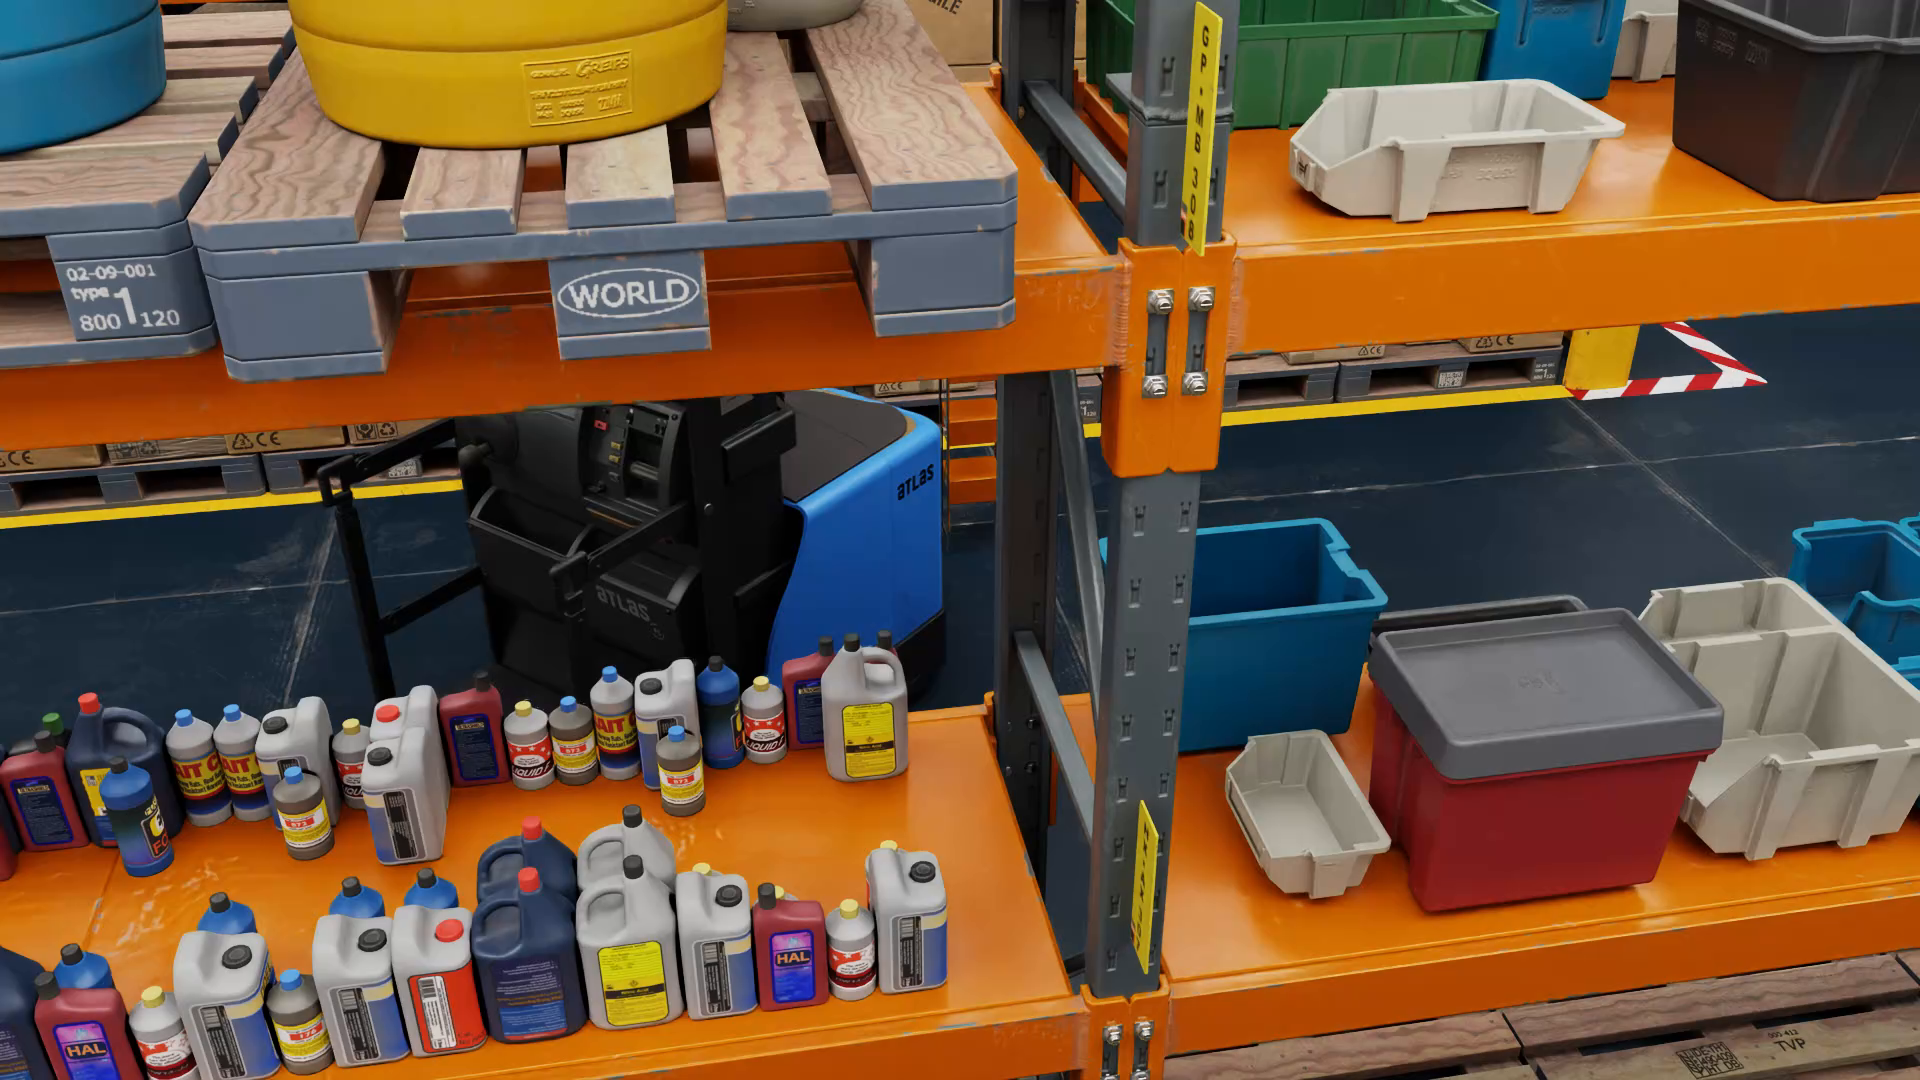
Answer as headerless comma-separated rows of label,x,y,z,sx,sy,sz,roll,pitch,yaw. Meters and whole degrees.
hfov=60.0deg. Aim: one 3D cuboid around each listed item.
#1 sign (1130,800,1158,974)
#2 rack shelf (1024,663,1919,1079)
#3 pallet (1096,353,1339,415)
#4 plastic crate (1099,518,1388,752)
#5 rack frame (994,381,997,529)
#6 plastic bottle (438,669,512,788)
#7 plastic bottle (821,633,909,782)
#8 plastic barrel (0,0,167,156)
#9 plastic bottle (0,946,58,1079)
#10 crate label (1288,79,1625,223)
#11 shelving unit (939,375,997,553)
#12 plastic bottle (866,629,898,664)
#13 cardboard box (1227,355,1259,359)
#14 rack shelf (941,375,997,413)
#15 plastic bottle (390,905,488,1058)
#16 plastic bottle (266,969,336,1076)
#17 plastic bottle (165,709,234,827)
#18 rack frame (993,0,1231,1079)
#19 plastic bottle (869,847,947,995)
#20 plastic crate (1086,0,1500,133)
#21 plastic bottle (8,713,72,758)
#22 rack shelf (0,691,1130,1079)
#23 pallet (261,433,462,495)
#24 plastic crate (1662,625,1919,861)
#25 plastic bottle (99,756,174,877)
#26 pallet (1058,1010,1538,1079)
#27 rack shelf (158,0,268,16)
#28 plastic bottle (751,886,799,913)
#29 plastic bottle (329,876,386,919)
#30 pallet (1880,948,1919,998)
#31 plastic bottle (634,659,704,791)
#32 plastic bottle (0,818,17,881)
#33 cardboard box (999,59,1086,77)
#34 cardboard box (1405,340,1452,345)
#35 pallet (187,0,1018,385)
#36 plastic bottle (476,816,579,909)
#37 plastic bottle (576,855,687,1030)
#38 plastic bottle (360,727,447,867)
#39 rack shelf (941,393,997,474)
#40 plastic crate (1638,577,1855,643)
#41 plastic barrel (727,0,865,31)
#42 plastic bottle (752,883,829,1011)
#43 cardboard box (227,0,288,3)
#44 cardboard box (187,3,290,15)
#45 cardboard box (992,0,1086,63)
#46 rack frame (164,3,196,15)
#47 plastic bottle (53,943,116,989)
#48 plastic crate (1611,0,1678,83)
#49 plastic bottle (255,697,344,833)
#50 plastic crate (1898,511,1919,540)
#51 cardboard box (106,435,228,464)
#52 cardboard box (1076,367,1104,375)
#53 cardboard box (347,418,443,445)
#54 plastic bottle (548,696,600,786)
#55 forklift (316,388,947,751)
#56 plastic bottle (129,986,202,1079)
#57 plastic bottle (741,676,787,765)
sign,0.328,0.620,2.962,0.005,0.325,0.100,-5,31,-9
rack shelf,2.198,0.593,3.992,4.000,0.370,1.077,-5,31,-9
pallet,1.220,-0.978,8.705,1.213,0.211,1.003,-5,31,-9
plastic crate,0.628,0.234,3.850,0.575,0.384,0.392,-5,31,-9
rack frame,0.173,-0.469,7.011,0.008,1.050,0.200,-5,31,-9
plastic bottle,-1.081,0.417,3.696,0.133,0.283,0.061,-5,31,-9
plastic bottle,-0.214,0.361,3.726,0.185,0.351,0.144,-5,31,-9
plastic barrel,-1.421,-0.993,2.111,0.708,0.901,0.600,-5,31,-9
plastic bottle,-1.698,0.834,2.921,0.185,0.351,0.144,-5,31,-9
crate label,0.764,-0.615,2.637,0.466,0.136,0.293,-5,31,-9
shelving unit,0.053,-0.457,6.992,0.252,1.050,0.215,-5,31,-9
plastic bottle,-0.207,0.336,3.834,0.133,0.283,0.061,-5,31,-9
cardboard box,1.189,-1.292,8.517,0.637,0.503,0.797,-5,31,-9
rack shelf,0.053,-0.693,6.854,0.240,0.259,0.215,-5,31,-9
plastic bottle,-0.955,0.795,3.060,0.135,0.276,0.152,-5,31,-9
plastic bottle,-1.196,0.864,3.017,0.097,0.201,0.097,0,30,0
plastic bottle,-1.647,0.485,3.593,0.097,0.271,0.097,0,30,0
rack frame,0.230,0.465,3.499,0.127,3.000,1.000,-5,31,-9
plastic bottle,-0.099,0.716,3.195,0.135,0.276,0.152,-5,31,-9
plastic crate,0.593,-0.926,3.115,0.662,0.188,0.450,-5,31,-9
plastic bottle,-1.946,0.498,3.559,0.133,0.283,0.061,-5,31,-9
rack shelf,-1.737,0.958,3.371,4.000,0.370,1.077,-5,31,-9
pallet,-2.654,-0.596,8.056,1.213,0.211,1.003,-5,31,-9
plastic crate,1.766,0.443,3.595,0.530,0.282,0.437,-5,31,-9
plastic bottle,-1.717,0.565,3.456,0.097,0.271,0.097,0,30,0
pallet,0.947,1.581,4.353,1.213,0.211,1.003,-5,31,-9
rack shelf,-3.521,-3.981,11.771,4.000,0.370,1.077,-5,31,-9
plastic bottle,-0.350,0.754,3.204,0.097,0.201,0.097,0,30,0
plastic bottle,-1.128,0.749,3.144,0.097,0.271,0.097,0,30,0
pallet,3.347,1.358,4.732,1.213,0.211,1.003,-5,31,-9
plastic bottle,-0.654,0.405,3.725,0.135,0.276,0.152,-5,31,-9
plastic bottle,-2.051,0.582,3.416,0.133,0.283,0.061,-5,31,-9
cardboard box,0.395,-2.007,7.605,0.500,0.500,0.500,-5,31,-8
cardboard box,2.371,-1.174,8.648,0.250,0.166,0.380,-5,31,-9
pallet,-0.523,-0.626,2.582,1.003,0.211,1.213,-5,31,-9
plastic bottle,-0.823,0.679,3.185,0.185,0.351,0.144,-5,31,-9
plastic bottle,-0.615,0.734,3.092,0.185,0.351,0.144,-5,31,-9
plastic bottle,-1.177,0.531,3.509,0.135,0.276,0.152,-5,31,-9
rack shelf,0.053,-0.448,6.998,0.240,0.259,0.215,-5,31,-9
plastic crate,1.889,0.244,4.076,0.466,0.136,0.293,-5,31,-9
plastic barrel,-0.333,-1.144,2.729,0.433,0.535,0.433,0,30,0
plastic bottle,-0.318,0.757,3.119,0.133,0.283,0.061,-5,31,-9
cardboard box,-4.742,-3.365,11.720,0.750,0.750,0.750,-6,31,-10
cardboard box,-3.060,-1.966,7.121,0.500,0.500,0.700,0,30,0
cardboard box,0.363,-2.429,7.336,0.500,0.500,0.500,-6,31,-10
rack frame,-5.489,-4.109,11.279,0.127,3.000,1.000,-5,31,-9
plastic bottle,-1.566,0.837,2.994,0.097,0.271,0.097,0,30,0
plastic crate,1.413,-1.020,3.326,0.466,0.136,0.293,-5,31,-9
plastic bottle,-1.433,0.477,3.602,0.135,0.276,0.152,-5,31,-9
plastic crate,2.568,0.125,4.184,0.300,0.233,0.416,-5,31,-9
cardboard box,-3.580,-0.701,7.515,0.500,0.500,0.500,-6,31,-11
cardboard box,0.643,-0.987,8.331,0.250,0.166,0.380,-5,31,-9
cardboard box,-2.573,-0.795,7.674,0.500,0.500,0.500,-6,31,-11
plastic bottle,-0.868,0.443,3.734,0.097,0.201,0.097,0,30,0
forklift,-1.309,-0.290,4.851,1.130,2.935,3.031,20,36,30
plastic bottle,-1.424,0.885,2.981,0.097,0.201,0.097,0,30,0
plastic bottle,-0.449,0.404,3.800,0.097,0.201,0.097,0,30,0
